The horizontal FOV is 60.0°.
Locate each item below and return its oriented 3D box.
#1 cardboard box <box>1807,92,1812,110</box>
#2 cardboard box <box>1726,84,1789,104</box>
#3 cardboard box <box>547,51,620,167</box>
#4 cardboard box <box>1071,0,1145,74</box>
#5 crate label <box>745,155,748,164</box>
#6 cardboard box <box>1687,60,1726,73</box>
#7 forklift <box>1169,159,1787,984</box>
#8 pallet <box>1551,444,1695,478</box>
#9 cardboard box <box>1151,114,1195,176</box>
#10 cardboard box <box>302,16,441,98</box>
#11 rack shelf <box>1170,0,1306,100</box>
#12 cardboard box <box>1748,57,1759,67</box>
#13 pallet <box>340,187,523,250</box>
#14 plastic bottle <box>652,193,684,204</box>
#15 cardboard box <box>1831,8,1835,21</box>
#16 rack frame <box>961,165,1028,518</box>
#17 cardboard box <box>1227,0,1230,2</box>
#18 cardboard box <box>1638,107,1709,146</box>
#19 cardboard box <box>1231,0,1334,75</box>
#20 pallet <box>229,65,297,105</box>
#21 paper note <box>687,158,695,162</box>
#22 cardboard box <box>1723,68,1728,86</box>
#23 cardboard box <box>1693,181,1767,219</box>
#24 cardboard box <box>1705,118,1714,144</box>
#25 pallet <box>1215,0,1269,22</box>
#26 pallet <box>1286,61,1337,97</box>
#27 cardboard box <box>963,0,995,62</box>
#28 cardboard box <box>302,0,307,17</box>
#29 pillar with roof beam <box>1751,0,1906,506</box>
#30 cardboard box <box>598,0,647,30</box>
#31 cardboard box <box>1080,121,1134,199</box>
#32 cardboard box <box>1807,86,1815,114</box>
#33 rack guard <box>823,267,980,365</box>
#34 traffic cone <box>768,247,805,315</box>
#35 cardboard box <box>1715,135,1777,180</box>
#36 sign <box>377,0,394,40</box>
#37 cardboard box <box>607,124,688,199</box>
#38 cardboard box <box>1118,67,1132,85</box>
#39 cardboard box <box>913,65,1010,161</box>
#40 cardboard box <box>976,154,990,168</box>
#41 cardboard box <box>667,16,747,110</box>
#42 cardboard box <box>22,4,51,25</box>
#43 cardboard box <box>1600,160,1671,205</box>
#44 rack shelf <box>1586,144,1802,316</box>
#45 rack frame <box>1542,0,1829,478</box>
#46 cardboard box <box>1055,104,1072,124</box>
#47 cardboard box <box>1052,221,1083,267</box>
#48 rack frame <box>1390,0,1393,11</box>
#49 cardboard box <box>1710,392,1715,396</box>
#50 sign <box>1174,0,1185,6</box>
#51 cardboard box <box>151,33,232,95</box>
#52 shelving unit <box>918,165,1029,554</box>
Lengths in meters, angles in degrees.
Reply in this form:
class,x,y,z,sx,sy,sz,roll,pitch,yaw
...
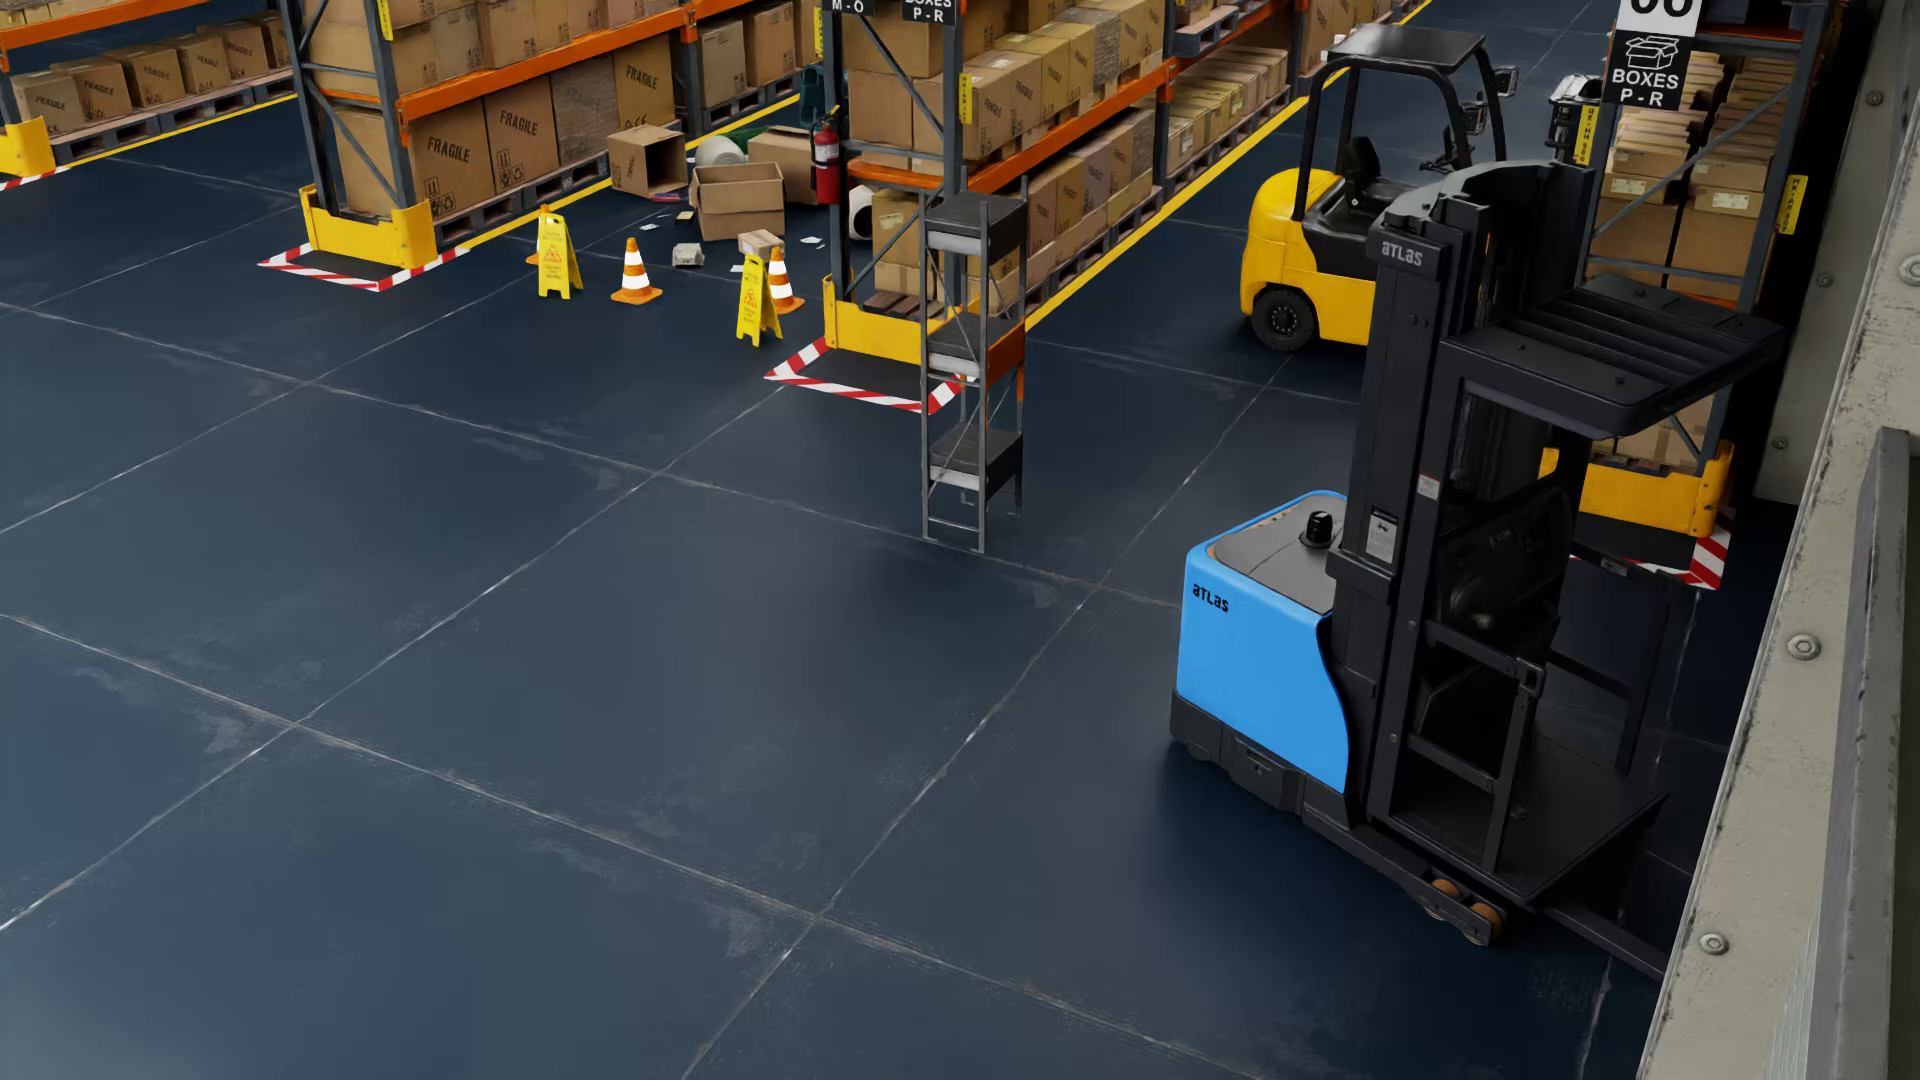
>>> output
class,x,y,z,sx,sy,sz,roll,pitch,yaw
cardboard box,5.597,-2.857,11.612,0.500,0.500,0.500,15,33,24
cardboard box,5.042,-2.754,10.483,0.380,0.149,0.250,14,33,24
cardboard box,-3.838,-4.094,15.578,0.875,0.875,0.875,15,33,24
cardboard box,1.162,-4.107,13.491,0.500,0.500,0.500,15,33,25
crate label,-1.960,-3.595,15.873,0.298,0.136,0.250,-7,31,-11
cardboard box,4.866,-3.084,11.058,0.380,0.149,0.250,14,33,23
forklift,2.343,0.110,6.615,1.130,2.935,3.031,-23,37,-34
pallet,4.280,-0.660,10.687,1.003,0.211,1.213,14,33,23
cardboard box,1.608,-3.694,15.387,0.950,0.372,0.625,15,33,24
cardboard box,-4.775,-3.963,13.488,0.875,0.550,0.550,14,33,23
rack shelf,2.282,-4.993,16.155,1.077,0.370,4.000,14,33,23
cardboard box,5.655,-3.315,11.460,0.380,0.149,0.250,14,33,23
pallet,-4.609,-2.886,14.564,1.003,0.211,1.213,14,33,23
plastic bottle,-2.635,-3.101,15.089,0.283,0.061,0.133,4,30,6
cardboard box,7.194,-4.508,14.237,0.500,0.250,0.500,14,33,23
rack frame,0.187,-1.092,9.543,0.400,2.100,0.015,14,33,23
cardboard box,2.355,-5.130,15.502,0.380,0.149,0.250,15,33,24
cardboard box,4.304,-2.513,10.063,0.380,0.149,0.250,15,33,24
cardboard box,3.582,-5.739,18.444,0.875,0.875,0.875,14,33,23
pallet,-7.725,-5.151,18.508,1.003,0.211,1.213,14,33,23
paper note,-2.582,-3.705,16.171,0.147,0.020,0.142,-7,31,-11
cardboard box,5.202,-3.300,11.732,0.380,0.149,0.250,14,33,23
cardboard box,4.355,-1.937,9.359,0.380,0.149,0.250,13,32,22
cardboard box,4.657,-2.522,11.029,0.500,0.500,0.500,15,33,24
pallet,2.328,-5.221,16.023,1.003,0.211,1.213,14,33,23
pallet,3.619,-5.315,18.793,1.003,0.211,1.213,14,33,23
cardboard box,-0.176,-3.749,11.864,0.700,0.500,0.500,15,33,24
cardboard box,-7.152,-6.040,19.325,0.700,0.500,0.500,12,32,20
pillar with roof beam,1.256,-5.203,9.774,9.100,9.000,0.400,14,33,23
cardboard box,-3.469,-5.146,15.549,0.875,0.550,0.550,14,33,23
cardboard box,1.110,-3.184,13.869,0.500,0.500,0.500,15,33,24
cardboard box,6.261,-3.387,12.787,0.500,0.250,0.500,15,33,24
rack guard,-0.417,-1.595,12.025,1.175,0.500,0.348,14,33,23
traffic cone,-1.404,-2.028,12.817,0.336,0.463,0.334,14,33,23
cardboard box,4.489,-2.178,9.481,0.380,0.149,0.250,15,33,25
sign,-4.412,-4.004,12.762,0.100,0.325,0.005,14,33,23
cardboard box,-2.875,-3.492,15.327,0.500,0.500,0.500,21,36,32
cardboard box,1.200,-3.887,13.760,0.380,0.149,0.250,14,33,24
cardboard box,0.012,-2.964,11.501,0.500,0.500,0.500,14,33,23
cardboard box,-0.010,-2.755,11.787,0.380,0.149,0.250,15,33,24
cardboard box,-2.879,-4.998,17.279,1.050,0.750,0.750,14,33,23
cardboard box,-8.800,-4.963,15.632,0.380,0.149,0.250,14,33,23
cardboard box,3.878,-2.062,9.578,0.380,0.149,0.250,15,33,24
rack shelf,4.880,-2.095,11.109,1.077,0.370,4.000,14,33,23
rack frame,3.969,-1.520,9.386,1.000,3.000,0.127,14,33,23
cardboard box,0.641,-3.319,12.770,0.380,0.149,0.250,13,32,22
cardboard box,0.639,-2.399,13.255,0.500,0.250,0.500,17,34,27
rack frame,5.015,-7.965,20.607,1.000,3.000,0.127,14,33,23
cardboard box,4.357,-1.114,10.013,0.500,0.250,0.500,14,33,23
sign,1.858,-4.674,14.008,0.100,0.325,0.005,14,33,23
cardboard box,-8.136,-5.047,17.616,0.500,0.500,0.500,11,32,19
shelving unit,0.075,-0.984,9.355,0.431,2.100,0.503,14,33,23
